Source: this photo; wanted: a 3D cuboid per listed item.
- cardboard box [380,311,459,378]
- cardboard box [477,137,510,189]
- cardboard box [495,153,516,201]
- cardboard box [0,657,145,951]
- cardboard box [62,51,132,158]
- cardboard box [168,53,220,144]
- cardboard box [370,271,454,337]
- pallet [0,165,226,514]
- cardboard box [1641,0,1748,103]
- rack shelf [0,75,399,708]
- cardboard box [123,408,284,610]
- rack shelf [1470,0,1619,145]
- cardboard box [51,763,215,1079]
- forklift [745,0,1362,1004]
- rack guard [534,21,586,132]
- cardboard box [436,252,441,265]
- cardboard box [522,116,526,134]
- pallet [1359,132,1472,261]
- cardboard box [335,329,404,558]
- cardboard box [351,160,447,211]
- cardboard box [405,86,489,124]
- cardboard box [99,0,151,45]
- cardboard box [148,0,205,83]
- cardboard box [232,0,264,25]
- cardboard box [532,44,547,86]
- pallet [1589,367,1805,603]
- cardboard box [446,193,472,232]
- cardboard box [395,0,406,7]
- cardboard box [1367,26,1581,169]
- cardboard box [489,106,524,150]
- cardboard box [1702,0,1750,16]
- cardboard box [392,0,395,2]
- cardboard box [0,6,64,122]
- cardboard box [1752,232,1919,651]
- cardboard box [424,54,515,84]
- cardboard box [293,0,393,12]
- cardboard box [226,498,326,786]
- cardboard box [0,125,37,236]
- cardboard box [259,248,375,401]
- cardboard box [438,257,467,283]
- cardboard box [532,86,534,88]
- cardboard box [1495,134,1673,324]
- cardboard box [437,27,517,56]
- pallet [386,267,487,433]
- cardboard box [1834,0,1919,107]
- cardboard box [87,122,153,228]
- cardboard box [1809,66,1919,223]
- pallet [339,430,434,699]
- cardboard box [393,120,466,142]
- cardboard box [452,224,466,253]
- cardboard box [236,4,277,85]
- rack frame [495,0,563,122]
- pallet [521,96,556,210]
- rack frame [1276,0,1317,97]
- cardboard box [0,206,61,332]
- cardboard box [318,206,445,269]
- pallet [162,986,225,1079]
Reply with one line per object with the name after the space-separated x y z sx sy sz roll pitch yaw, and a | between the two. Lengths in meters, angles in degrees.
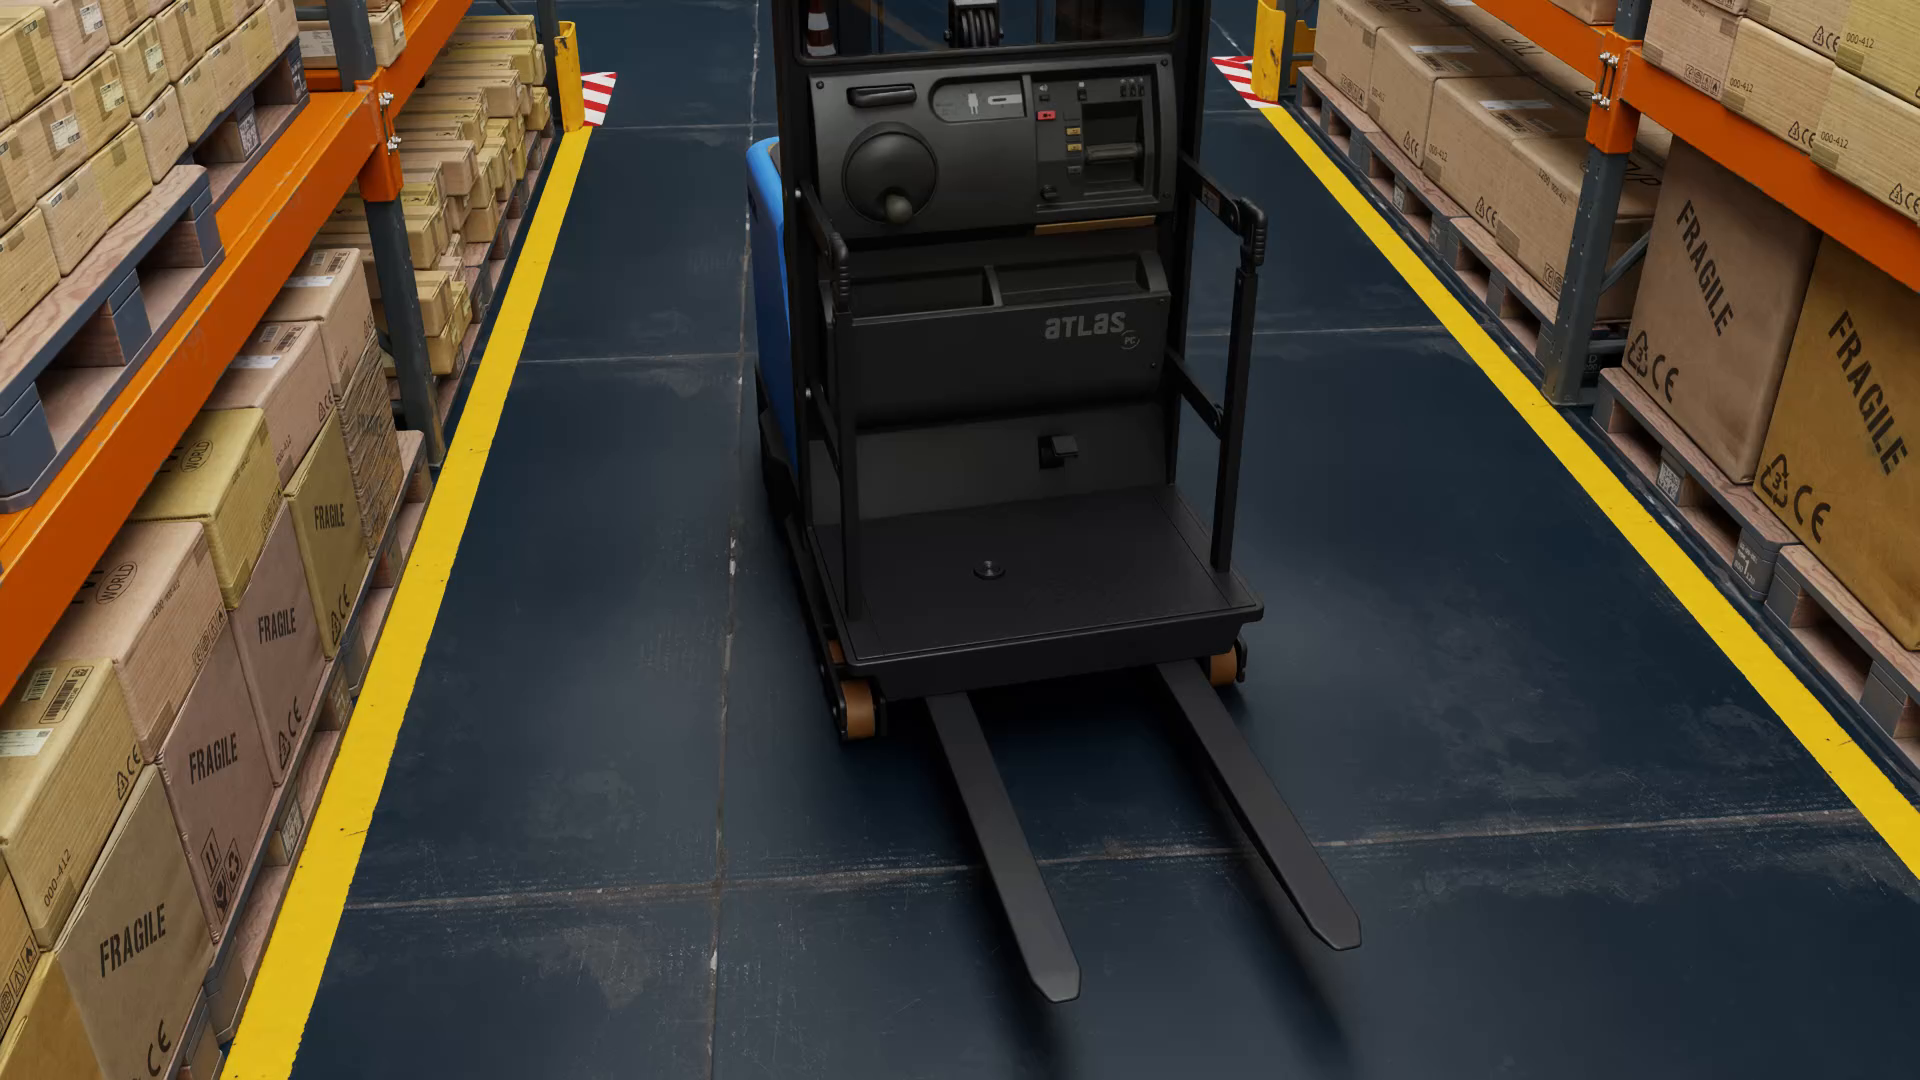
-1.982 -0.691 5.852 0.380 0.149 0.250 -4 31 -7 | cardboard box
-2.138 -1.604 7.090 0.380 0.149 0.250 -2 31 -4 | cardboard box
-2.193 -1.614 7.398 0.380 0.149 0.250 -2 31 -4 | cardboard box
-1.765 0.457 2.856 0.500 0.250 0.500 -3 31 -5 | cardboard box
-1.907 -0.867 3.321 0.380 0.149 0.250 -3 31 -4 | cardboard box
-1.964 -1.024 3.875 0.380 0.149 0.250 -4 31 -7 | cardboard box
-1.983 -0.818 5.774 0.380 0.149 0.250 -1 31 -2 | cardboard box
-2.120 -0.417 3.211 1.003 0.211 1.213 -3 31 -5 | pallet
2.429 -1.520 5.016 0.500 0.250 0.500 -3 31 -6 | cardboard box
-2.081 -0.203 3.367 1.077 0.370 4.000 -3 31 -5 | rack shelf
-1.848 -0.062 3.725 0.500 0.250 0.500 -4 31 -7 | cardboard box
2.464 -2.534 7.269 1.077 0.370 4.000 -3 31 -5 | rack shelf
-1.757 0.772 3.061 0.500 0.500 0.500 -2 31 -4 | cardboard box
0.147 -0.948 3.979 1.130 2.935 3.031 -7 32 -12 | forklift
-2.635 -2.464 8.887 1.175 0.500 0.348 -3 31 -5 | rack guard
-2.155 -1.065 6.189 0.380 0.149 0.250 -3 31 -5 | cardboard box
-2.321 -2.008 8.057 0.380 0.149 0.250 -3 31 -5 | cardboard box
2.541 -1.641 7.792 1.003 0.211 1.213 -3 31 -5 | pallet
-1.948 -0.275 4.813 0.500 0.500 0.500 -3 31 -6 | cardboard box
-2.180 -1.333 6.347 0.380 0.149 0.250 -4 31 -6 | cardboard box
-2.267 -1.862 7.233 0.380 0.149 0.250 -4 31 -6 | cardboard box
-1.944 -1.137 3.483 0.380 0.149 0.250 -4 31 -6 | cardboard box
-1.958 -1.139 3.777 0.380 0.149 0.250 -4 31 -6 | cardboard box
-2.008 -1.405 4.223 0.380 0.149 0.250 -3 31 -4 | cardboard box
-2.308 -2.404 8.430 0.380 0.149 0.250 -4 31 -6 | cardboard box
2.798 -0.235 5.437 1.003 0.211 1.213 -3 31 -5 | pallet
-2.179 -1.345 6.657 0.380 0.149 0.250 -1 31 -2 | cardboard box
-2.163 -1.987 5.896 0.380 0.149 0.250 -4 31 -7 | cardboard box
2.532 -2.146 8.006 0.875 0.438 0.875 -2 31 -3 | cardboard box
-2.197 -1.875 7.544 0.380 0.149 0.250 -2 31 -4 | cardboard box
2.411 -1.734 4.887 0.500 0.250 0.500 -4 31 -6 | cardboard box
-2.067 -1.714 5.439 0.380 0.149 0.250 -2 31 -3 | cardboard box
-1.888 -0.863 3.024 0.380 0.149 0.250 -3 31 -5 | cardboard box
2.881 -0.317 4.517 0.875 0.875 0.875 -2 31 -3 | cardboard box
-2.262 -2.137 7.692 0.380 0.149 0.250 -4 31 -7 | cardboard box
-2.063 -1.969 5.233 0.500 0.500 0.500 -3 31 -5 | cardboard box
-1.857 0.249 3.935 0.500 0.500 0.500 -3 31 -6 | cardboard box
-1.861 -0.605 2.883 0.380 0.149 0.250 -3 31 -5 | cardboard box
-1.947 -0.594 4.616 0.500 0.250 0.500 -4 31 -6 | cardboard box
-2.082 -0.951 6.288 0.380 0.149 0.250 -3 31 -5 | cardboard box
-2.385 -2.273 8.501 0.380 0.149 0.250 -2 31 -4 | cardboard box
2.699 -1.228 6.470 0.875 0.438 0.875 -3 31 -5 | cardboard box
-2.374 -2.398 8.130 0.380 0.149 0.250 -2 31 -4 | cardboard box
-2.366 -0.677 6.178 1.003 0.211 1.213 -3 31 -5 | pallet
2.509 -1.210 4.010 0.500 0.250 0.500 -2 31 -4 | cardboard box
-1.909 -0.747 3.412 0.380 0.149 0.250 -1 31 -2 | cardboard box
2.511 -0.994 4.135 0.500 0.250 0.500 -3 31 -5 | cardboard box
-2.194 0.061 4.941 1.003 0.211 1.213 -3 31 -5 | pallet
-2.230 -1.602 6.798 0.380 0.149 0.250 -4 31 -7 | cardboard box
-2.215 -1.214 6.728 0.380 0.149 0.250 -4 31 -7 | cardboard box
-2.009 -1.280 4.303 0.380 0.149 0.250 -3 31 -4 | cardboard box
-2.642 -3.575 8.311 1.000 3.000 0.127 -3 31 -5 | rack frame
-2.594 -1.923 8.264 1.003 0.211 1.213 -3 31 -5 | pallet
2.277 -3.864 8.794 1.000 3.000 0.127 -3 31 -5 | rack frame
-1.861 -0.478 2.961 0.380 0.149 0.250 -2 31 -4 | cardboard box
-2.061 -1.074 5.914 0.380 0.149 0.250 -1 31 -2 | cardboard box
-1.966 1.307 2.856 1.003 0.211 1.213 -3 31 -5 | pallet
